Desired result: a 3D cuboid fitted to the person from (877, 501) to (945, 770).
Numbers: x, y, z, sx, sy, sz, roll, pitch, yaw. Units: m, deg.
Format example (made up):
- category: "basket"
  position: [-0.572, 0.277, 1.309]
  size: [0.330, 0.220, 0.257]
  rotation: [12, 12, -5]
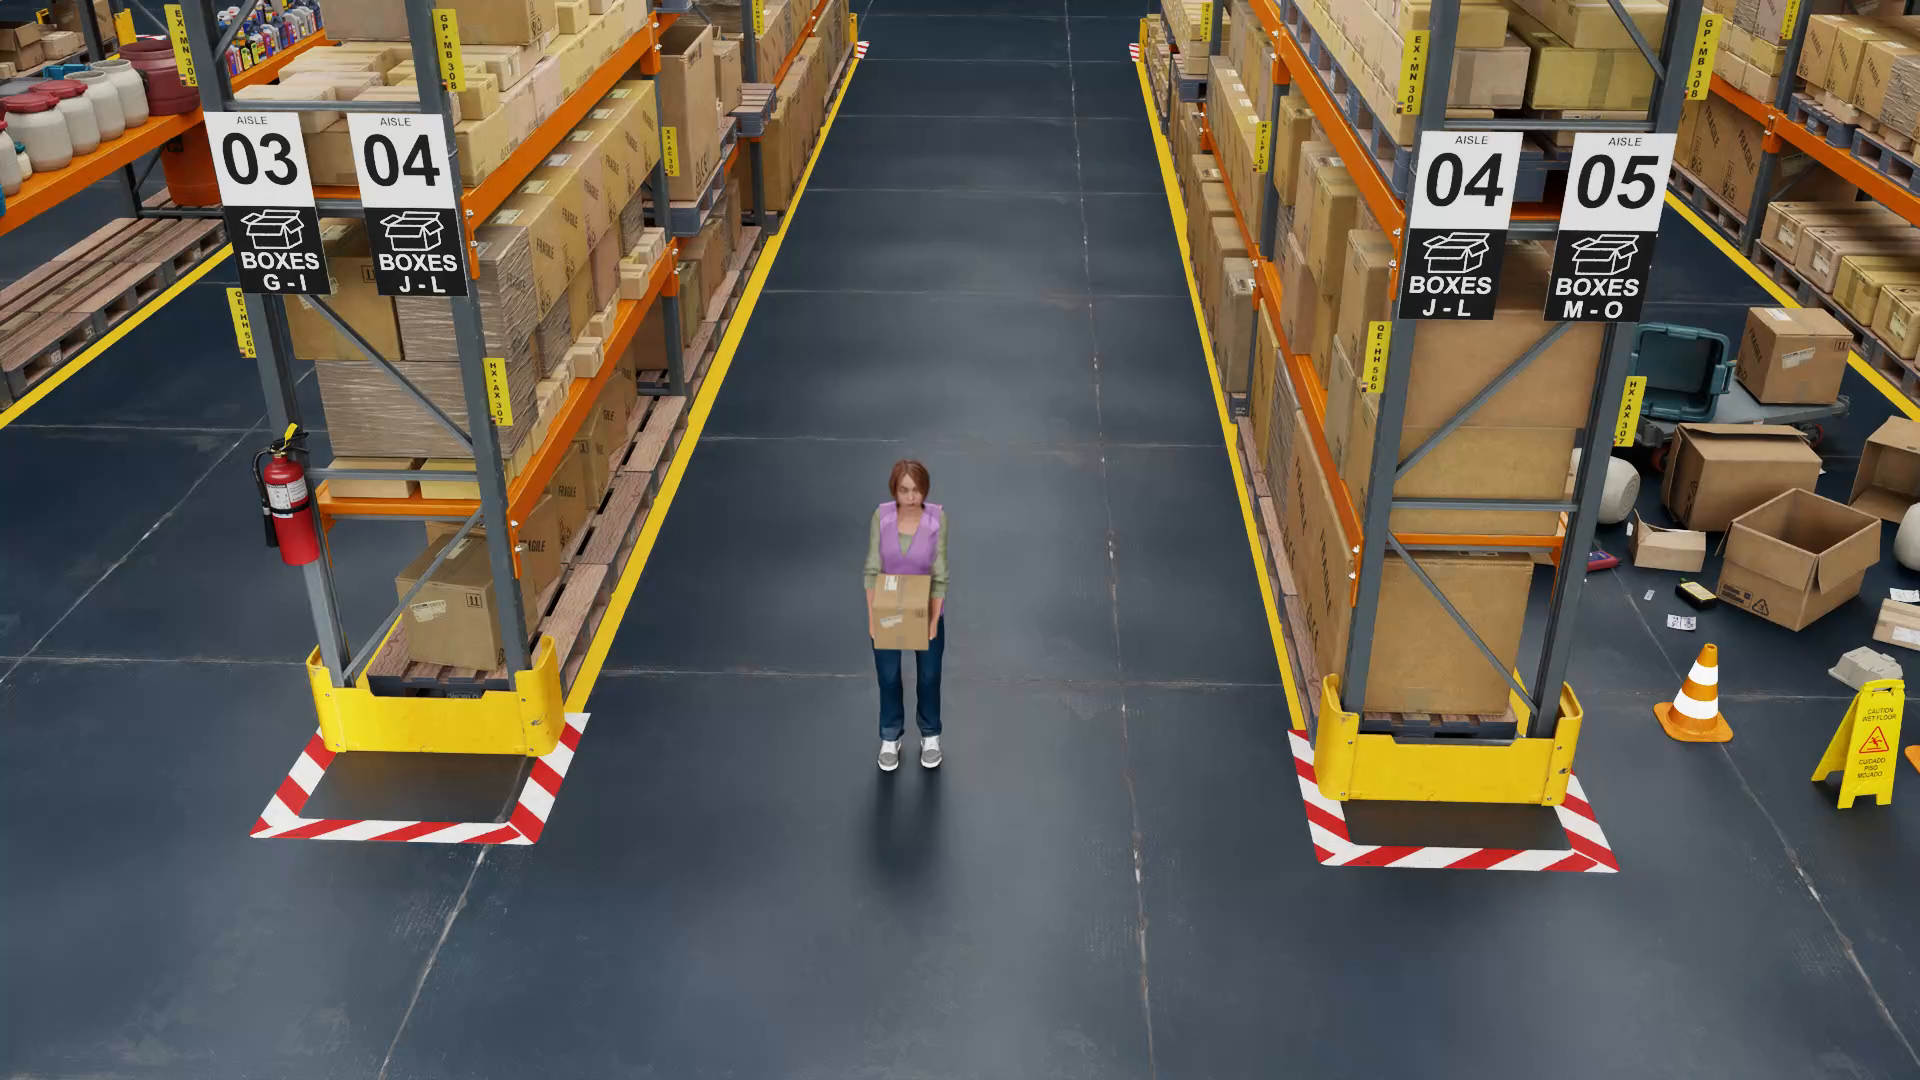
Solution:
- category: "person"
  position: [-0.248, 0.467, 8.014]
  size: [0.351, 1.367, 0.362]
  rotation: [1, 28, 3]
